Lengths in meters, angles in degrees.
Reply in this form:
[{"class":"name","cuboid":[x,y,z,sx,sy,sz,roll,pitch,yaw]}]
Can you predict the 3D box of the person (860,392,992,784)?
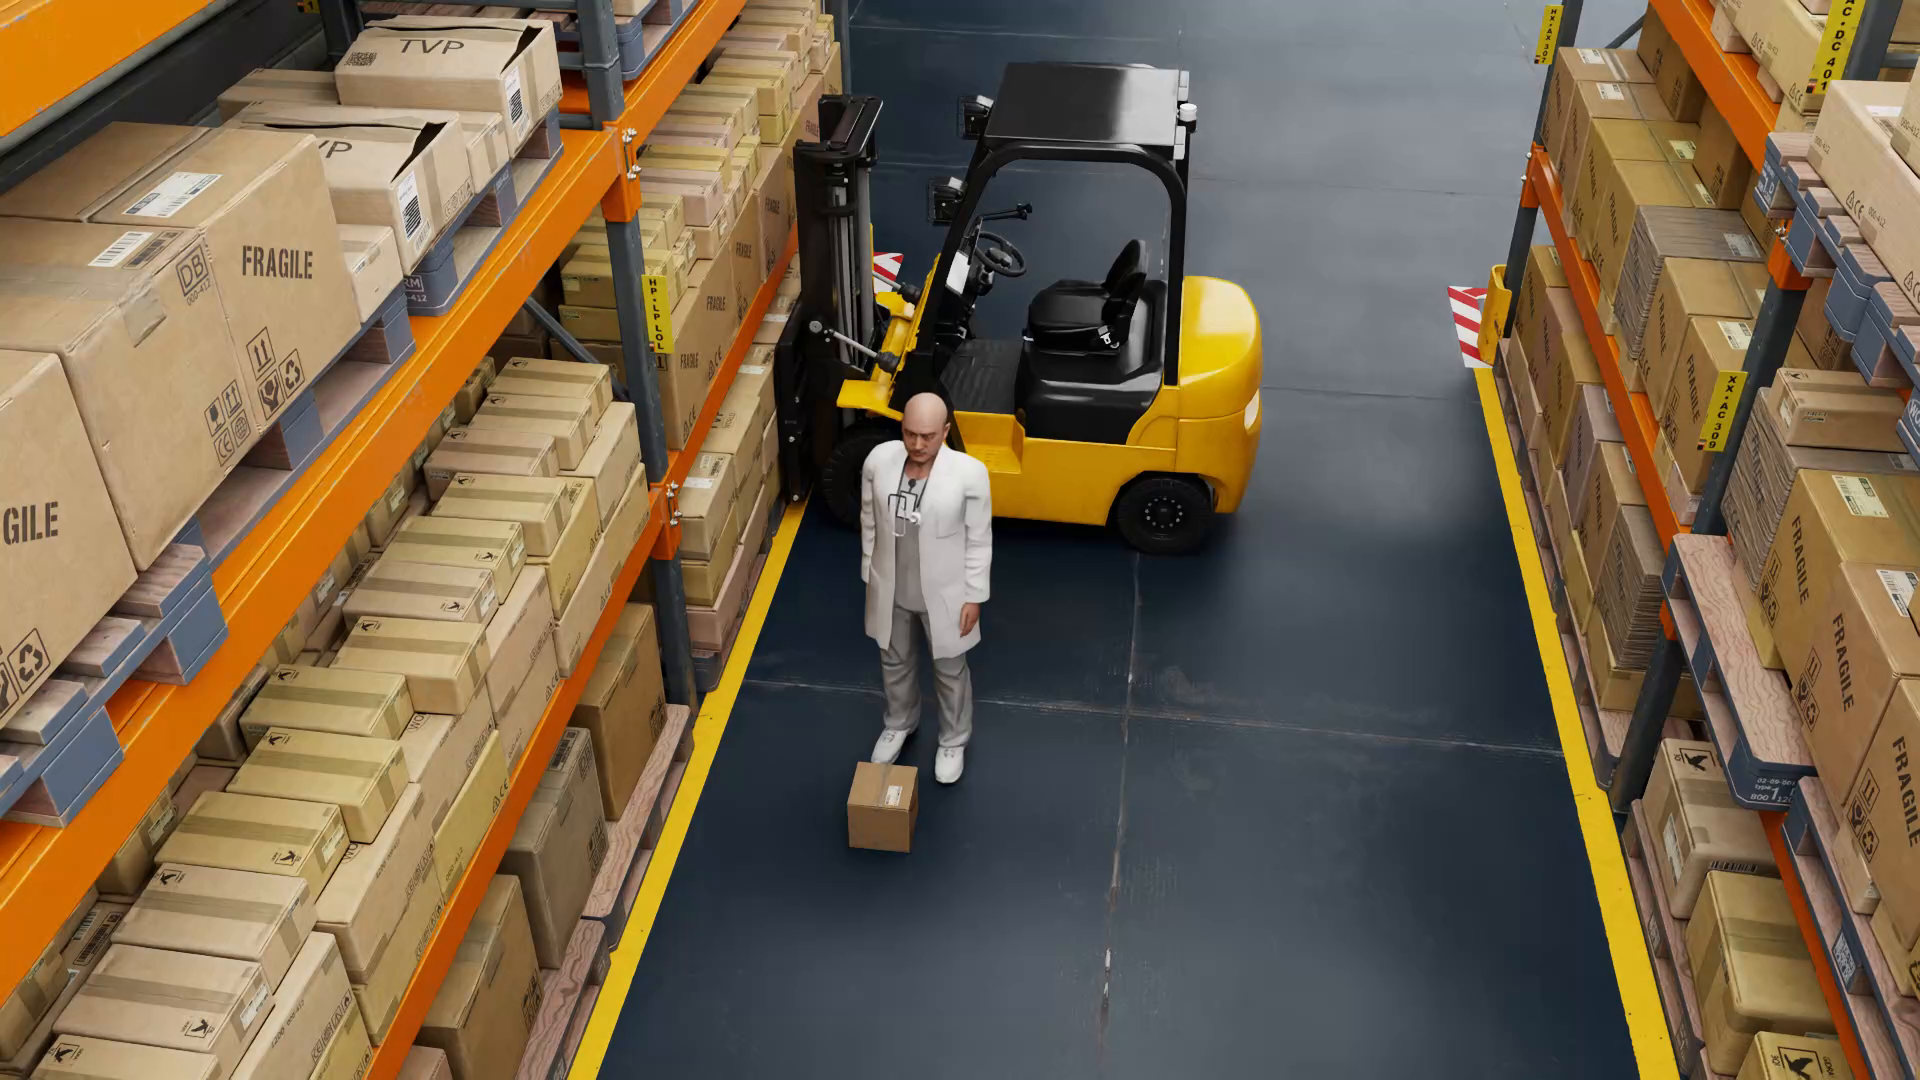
[{"class":"person","cuboid":[-0.149,0.205,6.768,0.561,1.781,0.380,11,37,15]}]
